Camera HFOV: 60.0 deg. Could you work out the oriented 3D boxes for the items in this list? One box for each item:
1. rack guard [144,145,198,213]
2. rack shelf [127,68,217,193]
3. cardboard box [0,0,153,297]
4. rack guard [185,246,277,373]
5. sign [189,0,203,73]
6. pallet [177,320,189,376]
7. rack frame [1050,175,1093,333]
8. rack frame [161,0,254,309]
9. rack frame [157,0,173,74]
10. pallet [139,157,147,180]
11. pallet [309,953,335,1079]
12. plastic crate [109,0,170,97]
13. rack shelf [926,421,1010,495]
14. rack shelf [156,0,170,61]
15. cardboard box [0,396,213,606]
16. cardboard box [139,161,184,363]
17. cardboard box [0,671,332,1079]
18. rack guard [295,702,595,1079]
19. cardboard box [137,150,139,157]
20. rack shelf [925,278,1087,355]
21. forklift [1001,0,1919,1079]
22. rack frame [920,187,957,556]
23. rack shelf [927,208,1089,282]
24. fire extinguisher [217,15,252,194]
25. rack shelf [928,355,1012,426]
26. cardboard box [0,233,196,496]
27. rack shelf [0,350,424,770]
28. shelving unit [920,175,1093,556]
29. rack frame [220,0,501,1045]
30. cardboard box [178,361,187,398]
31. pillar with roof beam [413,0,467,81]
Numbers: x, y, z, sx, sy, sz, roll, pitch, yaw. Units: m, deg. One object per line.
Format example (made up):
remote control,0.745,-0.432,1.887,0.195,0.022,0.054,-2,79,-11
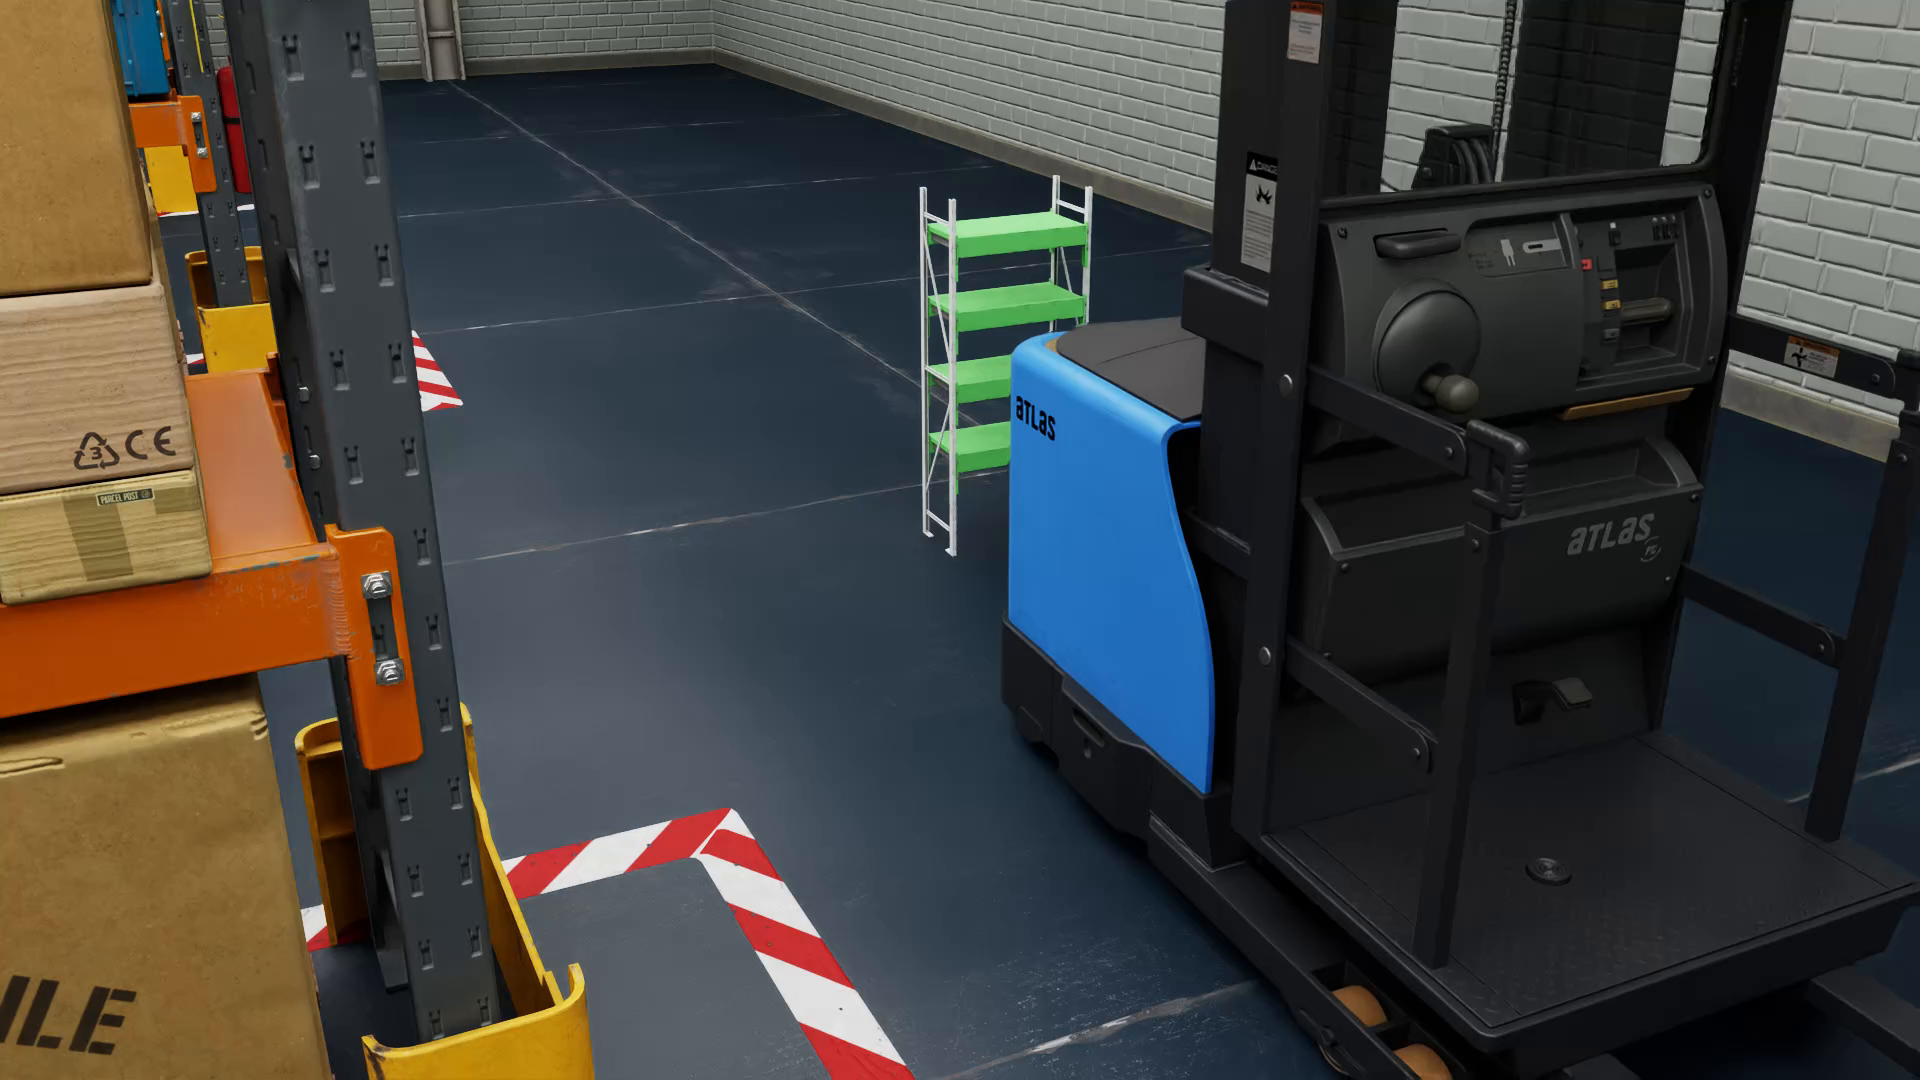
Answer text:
rack guard,-5.378,-2.602,11.382,0.348,0.500,1.175,-10,25,-24
rack shelf,-4.967,-1.397,6.145,4.000,0.370,1.077,-10,25,-24
cardboard box,-1.341,-0.598,2.099,0.500,0.500,0.500,-10,25,-23
rack guard,-3.149,-0.915,7.307,0.348,0.500,1.175,-10,25,-24
sign,-2.911,-1.950,6.326,0.005,0.325,0.100,-10,25,-24
pallet,-3.924,-0.650,7.044,1.213,0.211,1.003,-10,25,-24
rack frame,0.369,-0.622,5.685,0.015,1.200,0.240,-10,25,-24
rack frame,-3.165,-2.062,6.808,0.127,3.000,1.000,-10,25,-24
rack frame,-5.309,-3.769,10.934,0.127,3.000,1.000,-10,25,-24
pallet,-6.096,-2.336,11.117,1.213,0.211,1.003,-10,25,-24
pallet,-1.703,1.093,2.833,1.213,0.211,1.003,-10,25,-24
plastic crate,-3.385,-1.986,6.501,0.499,0.435,0.616,-10,25,-24
rack shelf,0.149,-0.301,5.703,0.480,0.148,0.258,-10,25,-24
rack shelf,-7.112,-3.105,10.270,4.000,0.370,1.077,-10,25,-24
cardboard box,-1.194,-0.066,2.316,0.250,0.149,0.380,-10,24,-23
cardboard box,-1.566,-0.436,2.689,0.500,0.250,0.500,-11,25,-25
cardboard box,-1.558,0.567,2.688,0.875,0.875,0.875,-10,25,-24
rack guard,-0.995,0.796,3.173,0.348,0.500,1.175,-10,25,-24
cardboard box,-5.836,-2.704,11.513,0.250,0.149,0.380,-10,25,-24
rack shelf,0.149,-0.745,5.519,0.480,0.148,0.258,-10,25,-24
forklift,1.182,-0.438,2.975,1.130,2.935,3.031,-10,24,-23
rack frame,-0.071,-0.541,5.489,0.015,1.200,0.240,-10,25,-24
rack shelf,0.149,-0.966,5.428,0.480,0.148,0.258,-10,25,-24
fire extinguisher,-2.832,-1.722,6.577,0.183,0.674,0.296,-10,25,-24
rack shelf,0.149,-0.523,5.611,0.480,0.148,0.258,-10,25,-24
cardboard box,-1.338,-0.251,2.242,0.500,0.250,0.500,-11,25,-24
rack shelf,-2.819,0.309,2.021,4.000,0.370,1.077,-10,25,-24
shelving unit,0.149,-0.582,5.587,0.503,1.200,0.258,-10,25,-24
rack frame,-1.016,-0.355,2.685,0.127,3.000,1.000,-10,25,-24
cardboard box,-1.479,-0.293,2.865,0.250,0.149,0.380,-10,25,-23
pillar with roof beam,-3.536,-7.510,12.127,0.400,9.000,9.100,-10,25,-24
